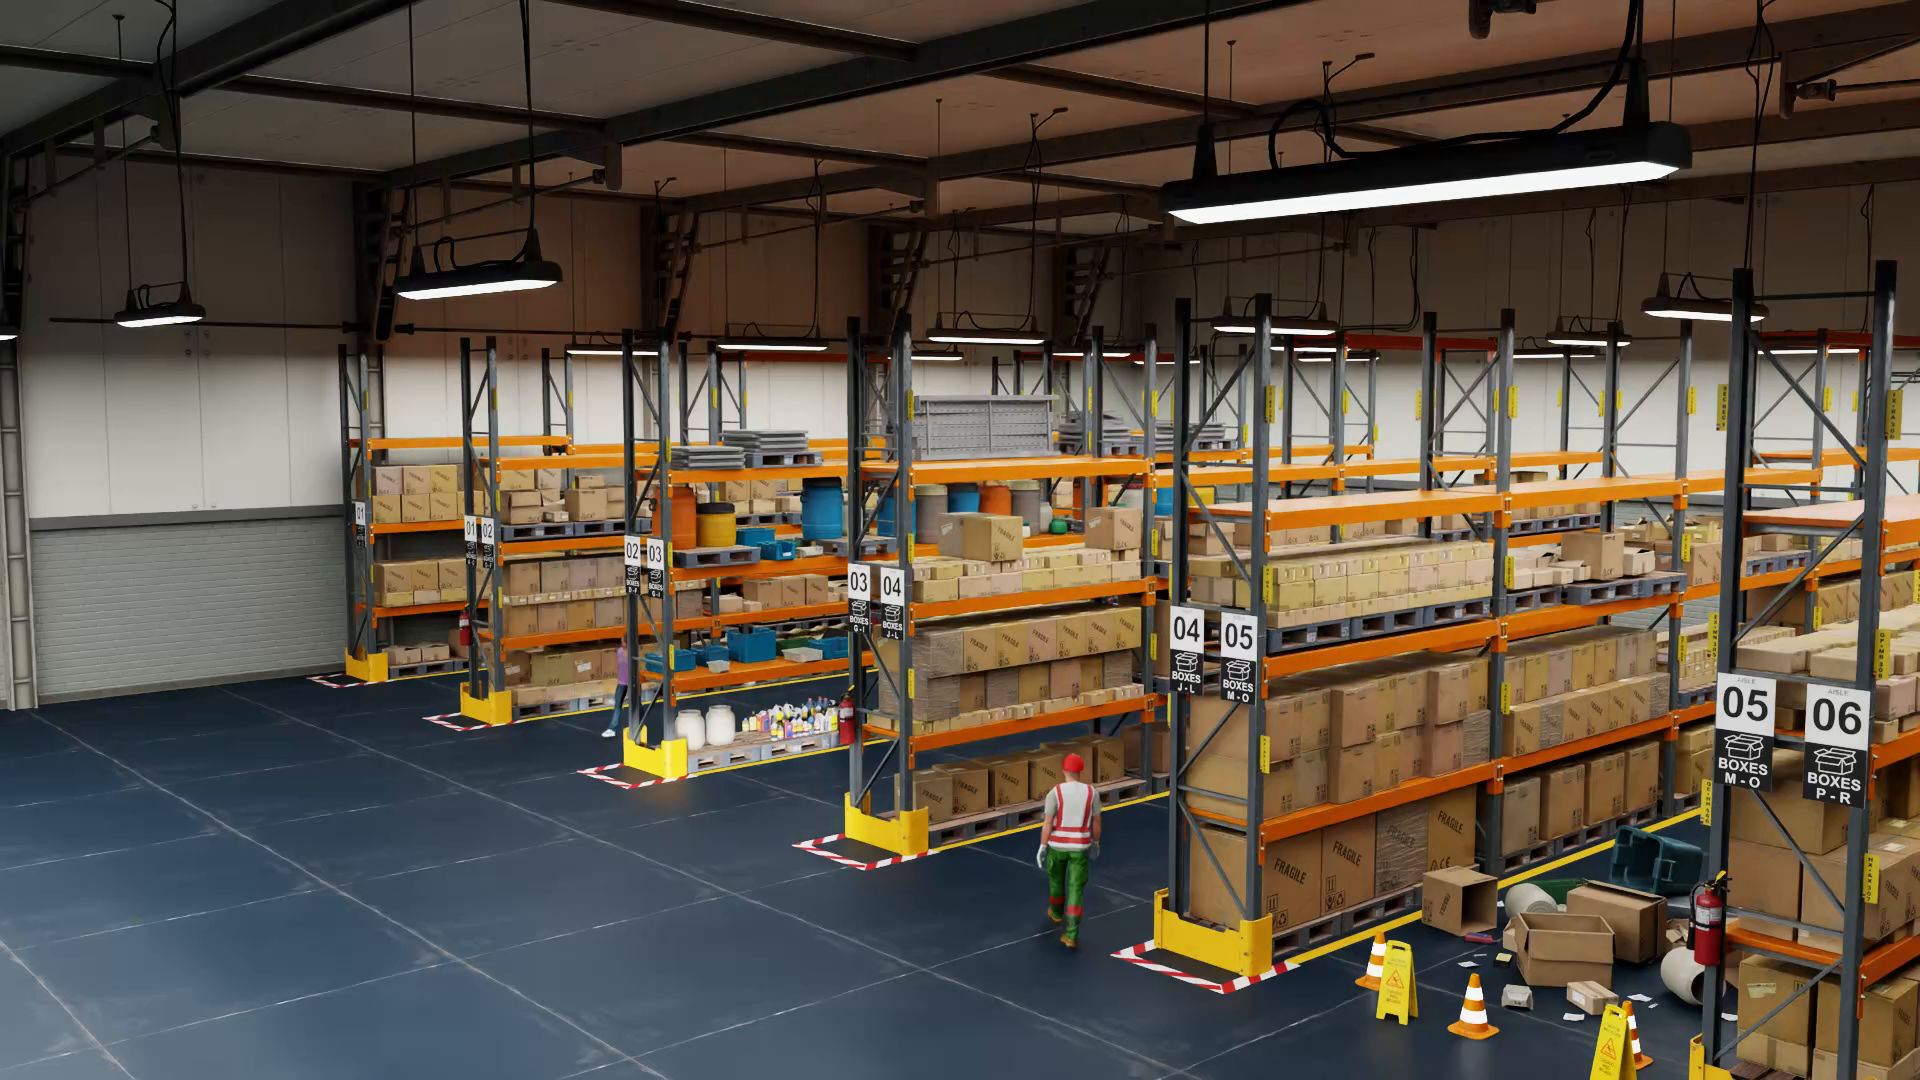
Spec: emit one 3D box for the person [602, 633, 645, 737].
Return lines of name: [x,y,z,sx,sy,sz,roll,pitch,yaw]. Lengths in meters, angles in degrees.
person: [-4.982,2.150,24.825,0.440,1.539,0.979,1,5,10]

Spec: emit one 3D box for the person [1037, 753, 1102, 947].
person: [1.043,2.865,15.756,0.595,1.722,1.024,1,5,6]
